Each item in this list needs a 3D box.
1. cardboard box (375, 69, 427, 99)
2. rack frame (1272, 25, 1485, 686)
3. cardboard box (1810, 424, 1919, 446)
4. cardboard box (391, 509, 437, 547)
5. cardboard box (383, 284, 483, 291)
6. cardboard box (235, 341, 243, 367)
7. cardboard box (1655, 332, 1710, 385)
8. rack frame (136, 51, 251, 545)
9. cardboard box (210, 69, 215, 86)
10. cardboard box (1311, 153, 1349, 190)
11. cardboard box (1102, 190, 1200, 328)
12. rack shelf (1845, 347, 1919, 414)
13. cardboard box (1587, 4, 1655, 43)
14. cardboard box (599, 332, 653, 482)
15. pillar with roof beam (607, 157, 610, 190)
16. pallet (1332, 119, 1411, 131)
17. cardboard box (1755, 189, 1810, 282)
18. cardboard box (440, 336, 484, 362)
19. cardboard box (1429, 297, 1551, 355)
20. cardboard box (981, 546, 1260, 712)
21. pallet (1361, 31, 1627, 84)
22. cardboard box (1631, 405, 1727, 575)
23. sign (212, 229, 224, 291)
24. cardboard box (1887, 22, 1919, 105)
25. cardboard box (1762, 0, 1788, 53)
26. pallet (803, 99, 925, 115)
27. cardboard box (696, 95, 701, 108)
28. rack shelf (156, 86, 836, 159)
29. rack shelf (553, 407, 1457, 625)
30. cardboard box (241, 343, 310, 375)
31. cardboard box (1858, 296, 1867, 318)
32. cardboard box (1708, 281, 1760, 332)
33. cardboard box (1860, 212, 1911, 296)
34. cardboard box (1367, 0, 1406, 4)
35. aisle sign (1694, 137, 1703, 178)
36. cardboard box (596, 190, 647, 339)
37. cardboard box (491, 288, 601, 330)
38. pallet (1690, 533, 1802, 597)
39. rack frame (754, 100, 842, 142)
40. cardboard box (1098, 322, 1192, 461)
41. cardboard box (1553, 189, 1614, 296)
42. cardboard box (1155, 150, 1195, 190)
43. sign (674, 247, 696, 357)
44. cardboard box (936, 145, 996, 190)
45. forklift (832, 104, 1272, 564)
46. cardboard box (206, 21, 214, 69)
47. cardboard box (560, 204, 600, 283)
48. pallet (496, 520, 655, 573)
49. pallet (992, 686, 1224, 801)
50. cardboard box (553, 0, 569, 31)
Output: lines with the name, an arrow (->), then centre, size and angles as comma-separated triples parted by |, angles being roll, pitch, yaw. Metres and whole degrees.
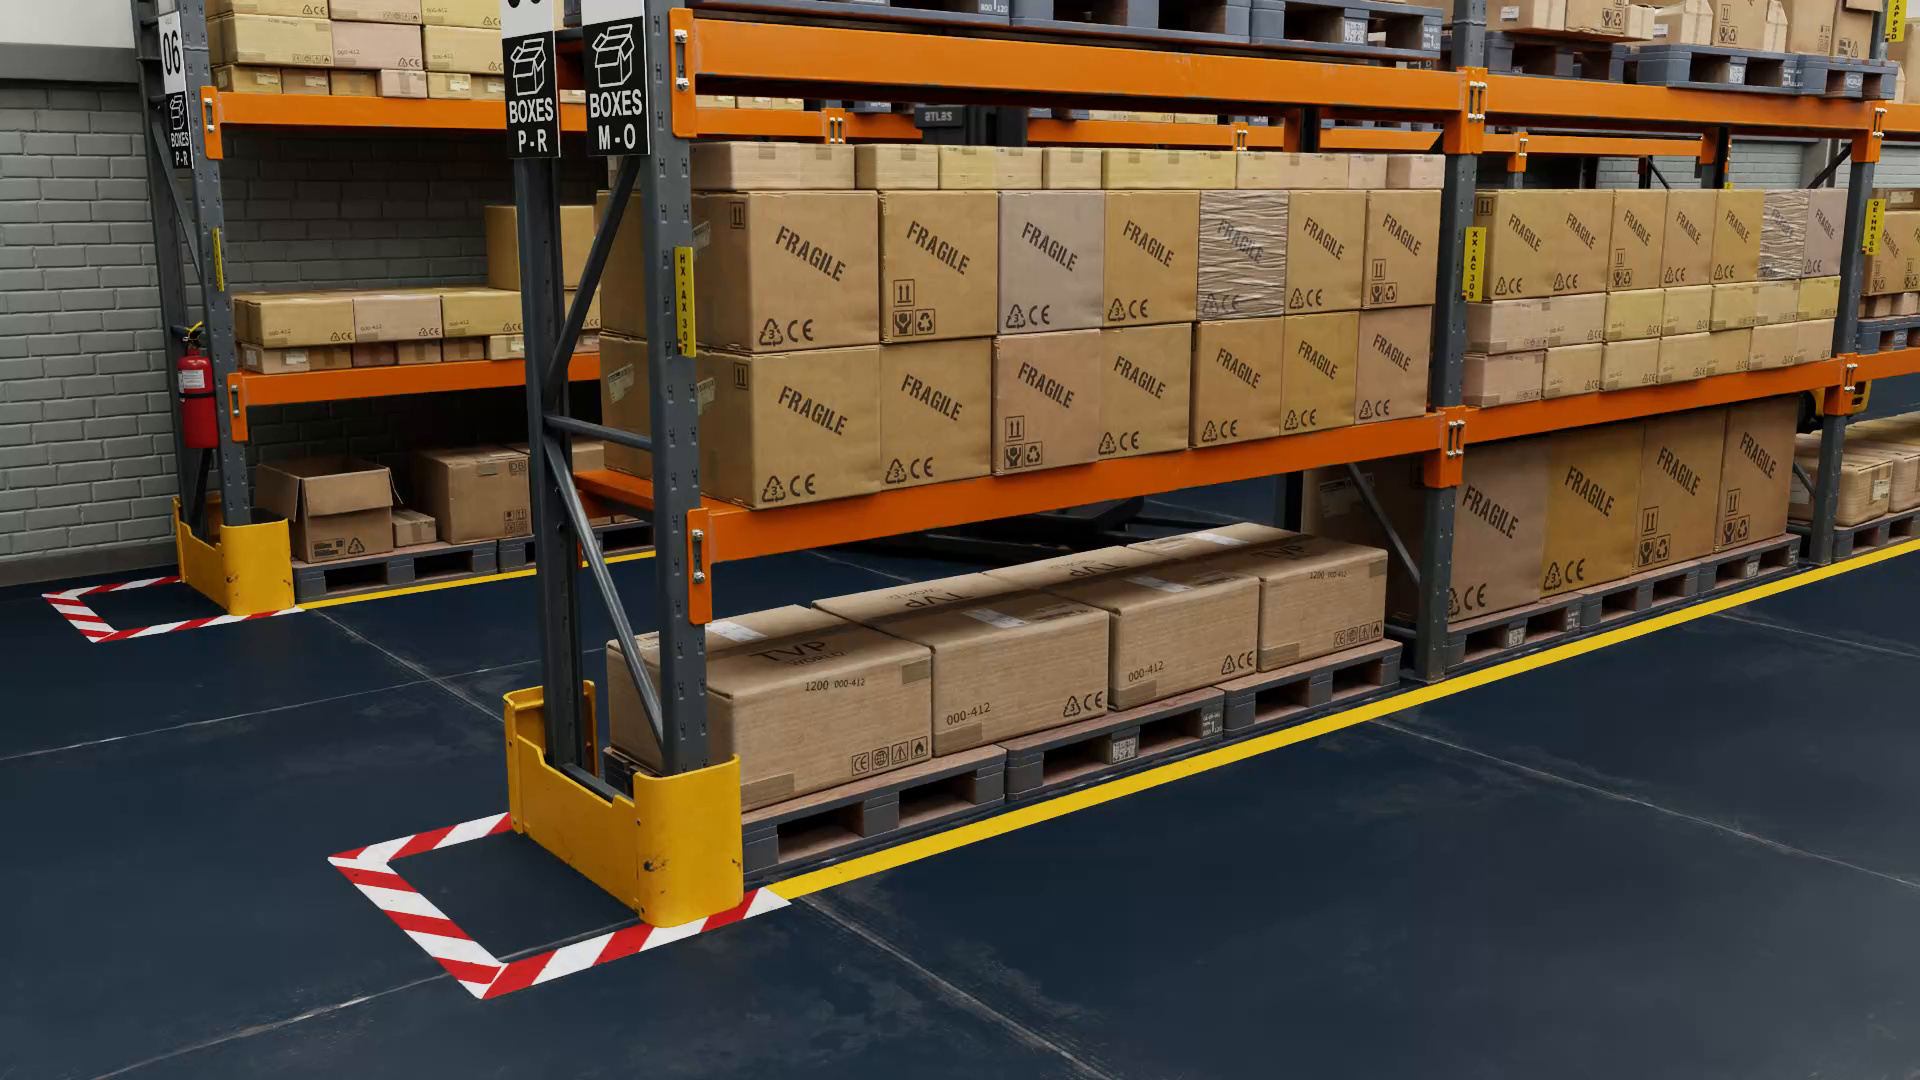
cardboard box -> -3.221, -2.582, 9.448 | 0.250, 0.149, 0.380 | -9, 15, -36
rack frame -> 1.954, -0.864, 7.974 | 0.127, 3.000, 1.000 | -9, 15, -38
cardboard box -> 6.692, -0.569, 11.901 | 0.625, 0.372, 0.950 | -9, 15, -36
cardboard box -> -3.380, -0.073, 10.103 | 0.250, 0.149, 0.380 | -10, 16, -40
cardboard box -> -3.286, -1.454, 10.400 | 0.500, 0.250, 0.500 | -9, 15, -36
cardboard box -> -4.182, -1.113, 9.752 | 0.250, 0.149, 0.380 | -10, 15, -38
cardboard box -> 3.672, -0.999, 8.974 | 0.500, 0.250, 0.500 | -10, 15, -39
rack frame -> -4.273, -1.149, 9.319 | 0.127, 3.000, 1.000 | -9, 15, -38
cardboard box -> -4.168, -2.573, 9.406 | 0.250, 0.149, 0.380 | -9, 15, -36
cardboard box -> 1.438, -1.580, 7.138 | 0.250, 0.149, 0.380 | -9, 15, -38
cardboard box -> 0.569, -1.100, 6.438 | 0.500, 0.500, 0.500 | -9, 15, -37
rack shelf -> 6.639, -1.290, 11.715 | 4.000, 0.370, 1.077 | -9, 15, -38
cardboard box -> 3.161, -2.529, 8.149 | 0.250, 0.166, 0.380 | -11, 16, -41
cardboard box -> -0.958, -0.499, 6.016 | 0.500, 0.500, 0.500 | -9, 15, -37
pillar with roof beam -> 0.433, -3.960, 8.115 | 0.400, 9.000, 9.100 | -9, 15, -38
pallet -> 3.319, -3.810, 15.084 | 1.213, 0.211, 1.003 | -9, 15, -35
cardboard box -> 4.442, -1.743, 9.469 | 0.500, 0.500, 0.500 | -9, 15, -37
cardboard box -> -3.052, -1.163, 9.988 | 0.250, 0.149, 0.380 | -9, 15, -37
cardboard box -> 2.474, -1.046, 7.991 | 0.500, 0.250, 0.500 | -10, 16, -39
cardboard box -> 0.698, 0.365, 7.347 | 0.875, 0.438, 0.875 | -10, 16, -39
pallet -> 2.639, -2.364, 8.280 | 1.217, 0.209, 0.805 | -10, 16, -40
cardboard box -> 3.787, -0.357, 9.695 | 0.875, 0.875, 0.875 | -9, 15, -37
sign -> -3.934, -1.485, 8.814 | 0.005, 0.325, 0.100 | -9, 15, -38
cardboard box -> 5.824, -3.020, 10.668 | 0.500, 0.500, 0.700 | -9, 15, -38
cardboard box -> 4.221, -2.754, 8.968 | 0.258, 0.266, 0.396 | -10, 16, -39
pallet -> -0.596, -3.117, 11.816 | 1.003, 0.211, 1.213 | -9, 15, -38
cardboard box -> -1.849, -2.822, 10.581 | 0.250, 0.149, 0.380 | -10, 15, -38
rack shelf -> -2.711, -2.524, 10.304 | 4.000, 0.370, 1.077 | -9, 15, -38
rack shelf -> 0.393, -0.252, 6.827 | 4.000, 0.370, 1.077 | -9, 15, -38
cardboard box -> -3.845, -1.024, 9.336 | 0.250, 0.149, 0.380 | -10, 15, -38
cardboard box -> 5.448, -1.477, 10.457 | 0.250, 0.149, 0.380 | -11, 16, -41
cardboard box -> 4.073, -1.313, 9.247 | 0.500, 0.250, 0.500 | -10, 16, -39
cardboard box -> 5.574, -1.803, 10.432 | 0.500, 0.500, 0.500 | -10, 16, -39
cardboard box -> 1.655, -2.385, 6.988 | 0.258, 0.266, 0.396 | -9, 15, -36
aisle sign -> 8.456, -4.458, 18.642 | 0.004, 0.787, 0.394 | -9, 15, -38
cardboard box -> -0.941, -0.984, 5.892 | 0.500, 0.500, 0.500 | -9, 15, -36
cardboard box -> -2.577, -1.438, 10.324 | 0.500, 0.250, 0.500 | -10, 16, -39
pallet -> 4.415, 0.072, 10.284 | 1.213, 0.211, 1.003 | -9, 15, -38
rack frame -> -1.149, -1.668, 11.763 | 0.127, 3.000, 1.000 | -9, 15, -38
cardboard box -> 0.552, -0.610, 6.540 | 0.500, 0.500, 0.500 | -9, 15, -36
cardboard box -> 2.857, -1.483, 8.241 | 0.500, 0.500, 0.500 | -10, 15, -38
cardboard box -> 0.692, -1.437, 6.467 | 0.250, 0.149, 0.380 | -9, 15, -38
sign -> -0.827, -0.716, 5.004 | 0.005, 0.325, 0.100 | -9, 15, -38
cardboard box -> -0.090, -1.299, 5.814 | 0.250, 0.149, 0.380 | -10, 16, -39
forklift -> 0.581, -1.354, 10.449 | 3.031, 2.935, 1.130 | 5, 13, 24
cardboard box -> -4.096, -2.790, 9.472 | 0.500, 0.250, 0.500 | -10, 15, -39
cardboard box -> -2.479, -1.957, 10.963 | 0.500, 0.500, 0.500 | -10, 16, -39
pallet -> -2.640, -0.056, 10.884 | 1.213, 0.211, 1.003 | -9, 15, -38
pallet -> 0.358, 0.746, 7.109 | 1.213, 0.211, 1.003 | -9, 15, -38
cardboard box -> -2.585, -3.148, 9.952 | 0.500, 0.250, 0.500 | -9, 15, -36
